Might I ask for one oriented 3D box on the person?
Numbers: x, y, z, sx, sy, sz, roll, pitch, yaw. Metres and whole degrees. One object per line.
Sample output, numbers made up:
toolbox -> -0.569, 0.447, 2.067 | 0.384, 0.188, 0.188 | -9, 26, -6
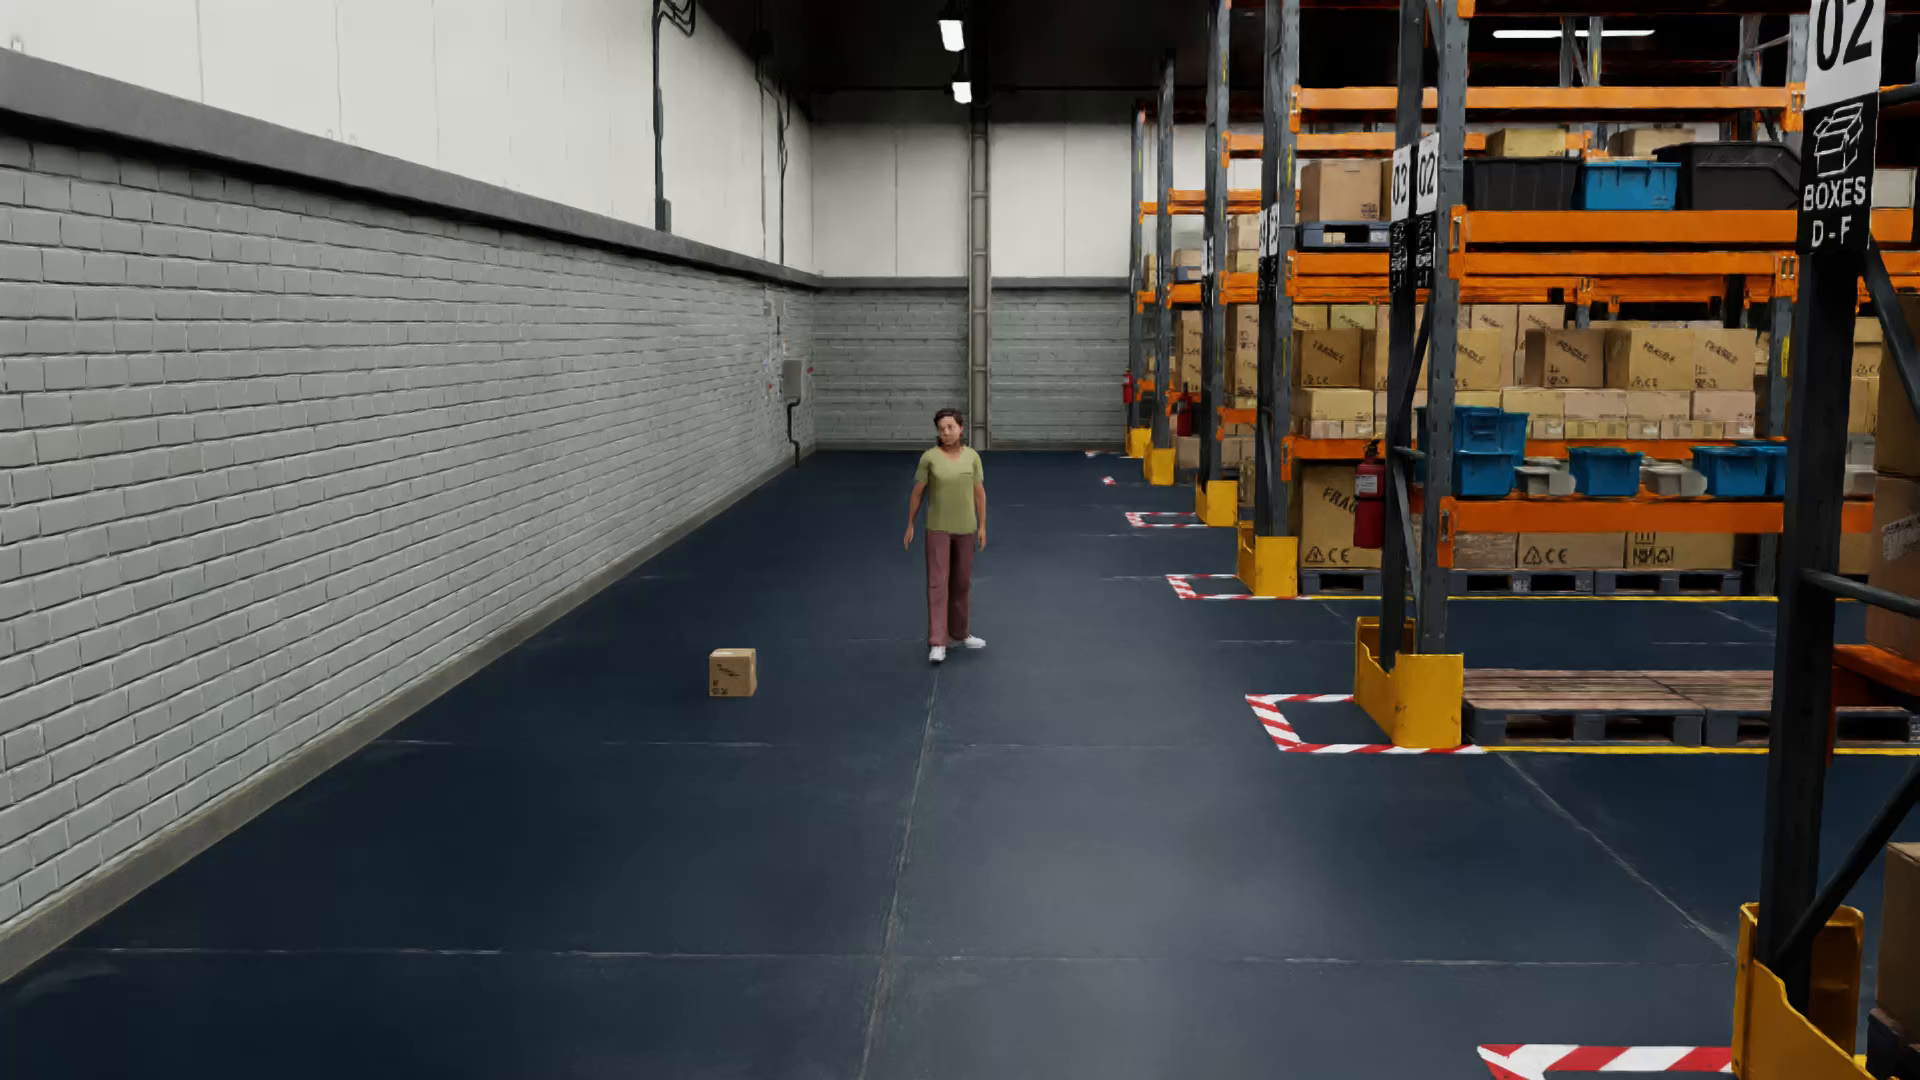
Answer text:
person -> -0.076, -0.050, 11.091 | 0.576, 1.665, 0.623 | -2, 8, -15
